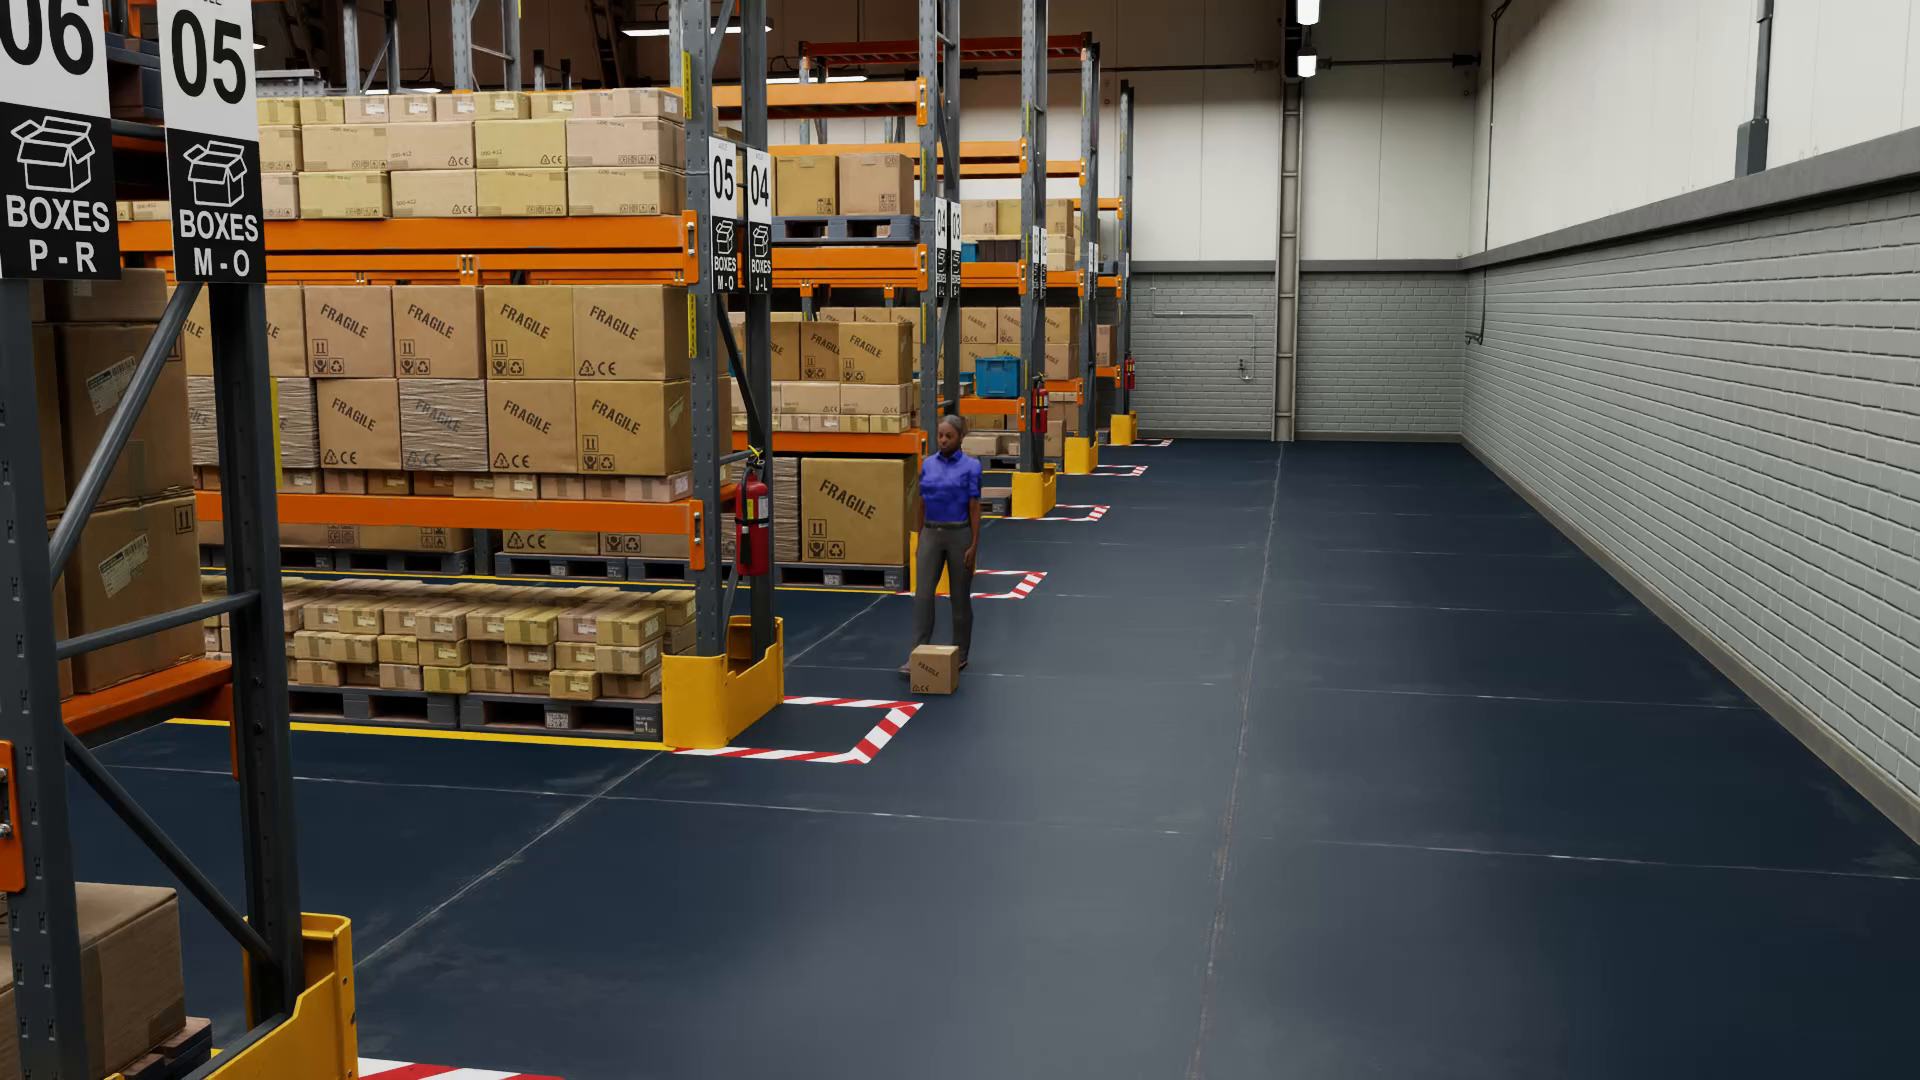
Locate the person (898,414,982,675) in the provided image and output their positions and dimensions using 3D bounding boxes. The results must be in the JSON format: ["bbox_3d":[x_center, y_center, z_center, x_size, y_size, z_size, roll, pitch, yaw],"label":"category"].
[{"bbox_3d":[-0.120,0.038,10.519,0.450,1.647,0.666,2,8,16],"label":"person"}]
